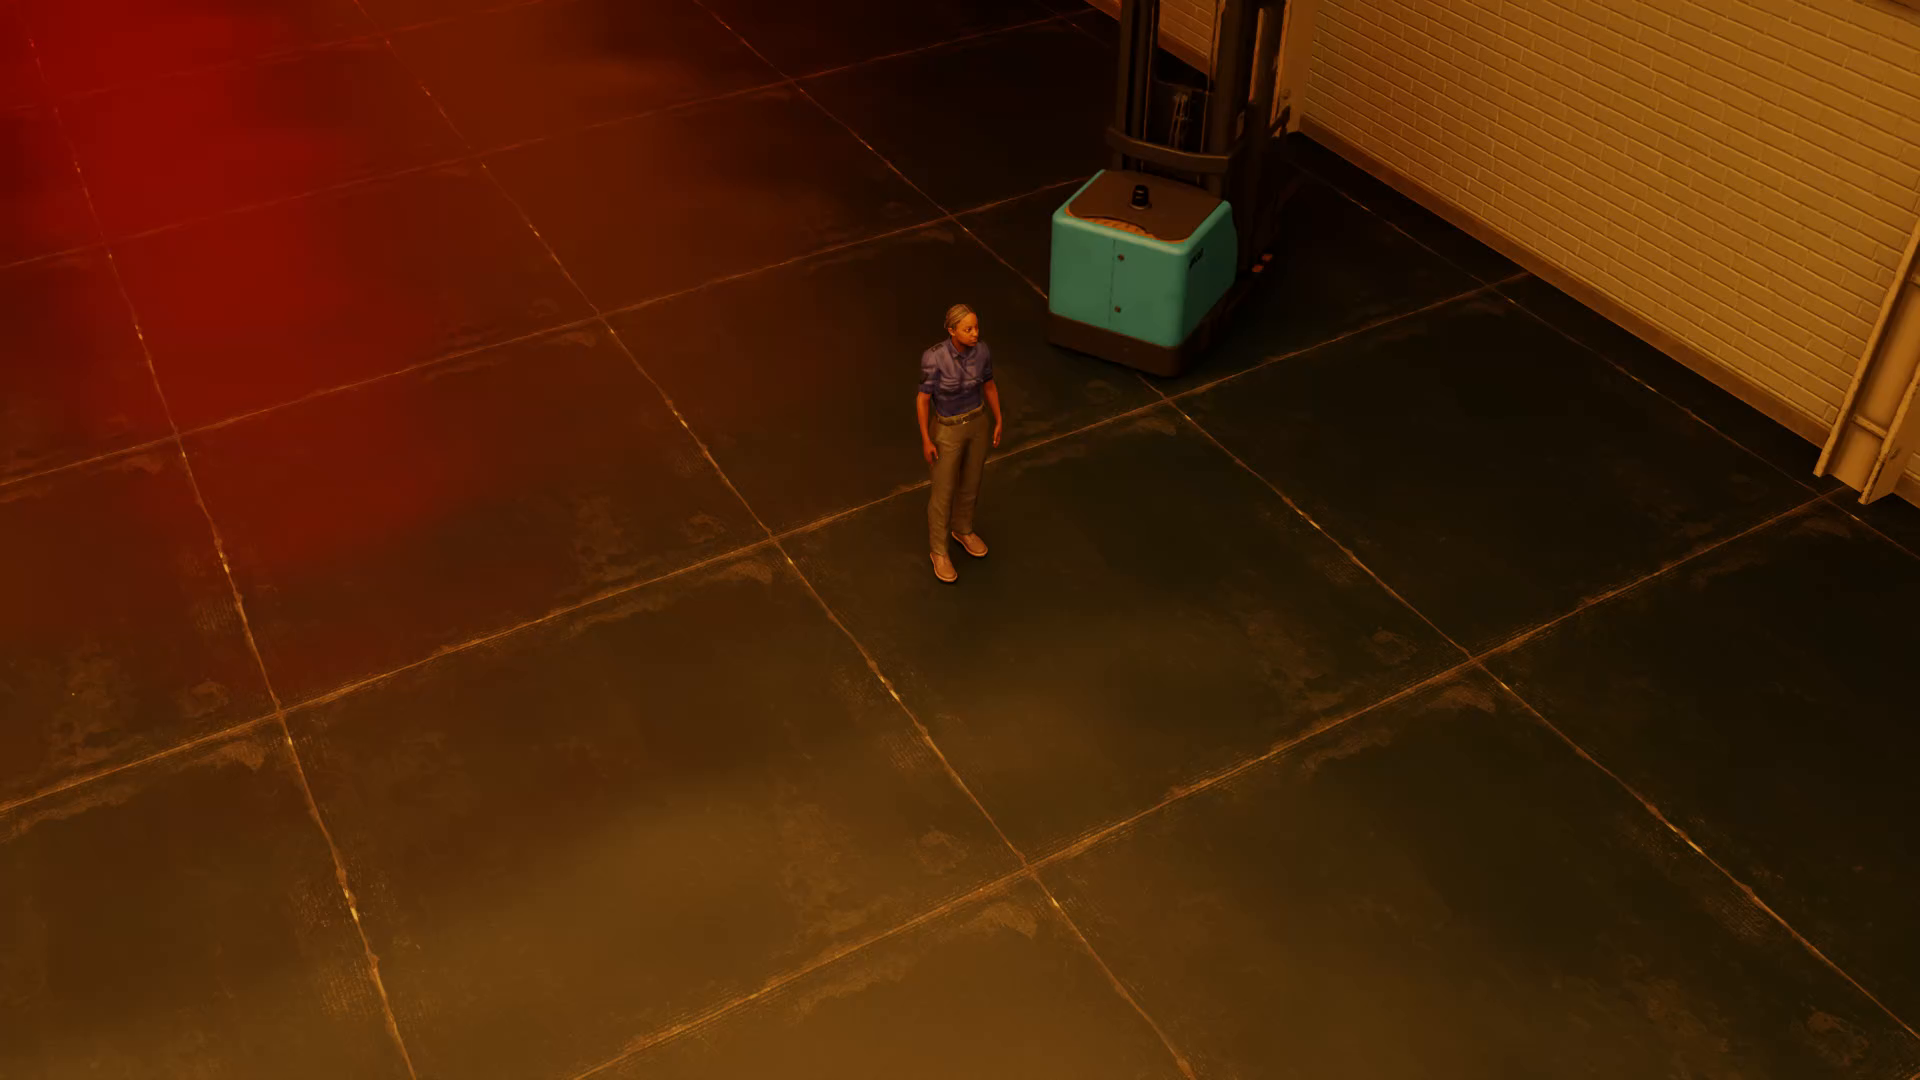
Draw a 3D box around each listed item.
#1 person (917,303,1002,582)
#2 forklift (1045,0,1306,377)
[{"bbox_3d":[0.027,-0.588,9.734,0.570,1.654,0.504,-20,44,-23],"label":"person"},{"bbox_3d":[1.783,-3.189,11.881,1.130,2.935,3.031,20,44,22],"label":"forklift"}]
